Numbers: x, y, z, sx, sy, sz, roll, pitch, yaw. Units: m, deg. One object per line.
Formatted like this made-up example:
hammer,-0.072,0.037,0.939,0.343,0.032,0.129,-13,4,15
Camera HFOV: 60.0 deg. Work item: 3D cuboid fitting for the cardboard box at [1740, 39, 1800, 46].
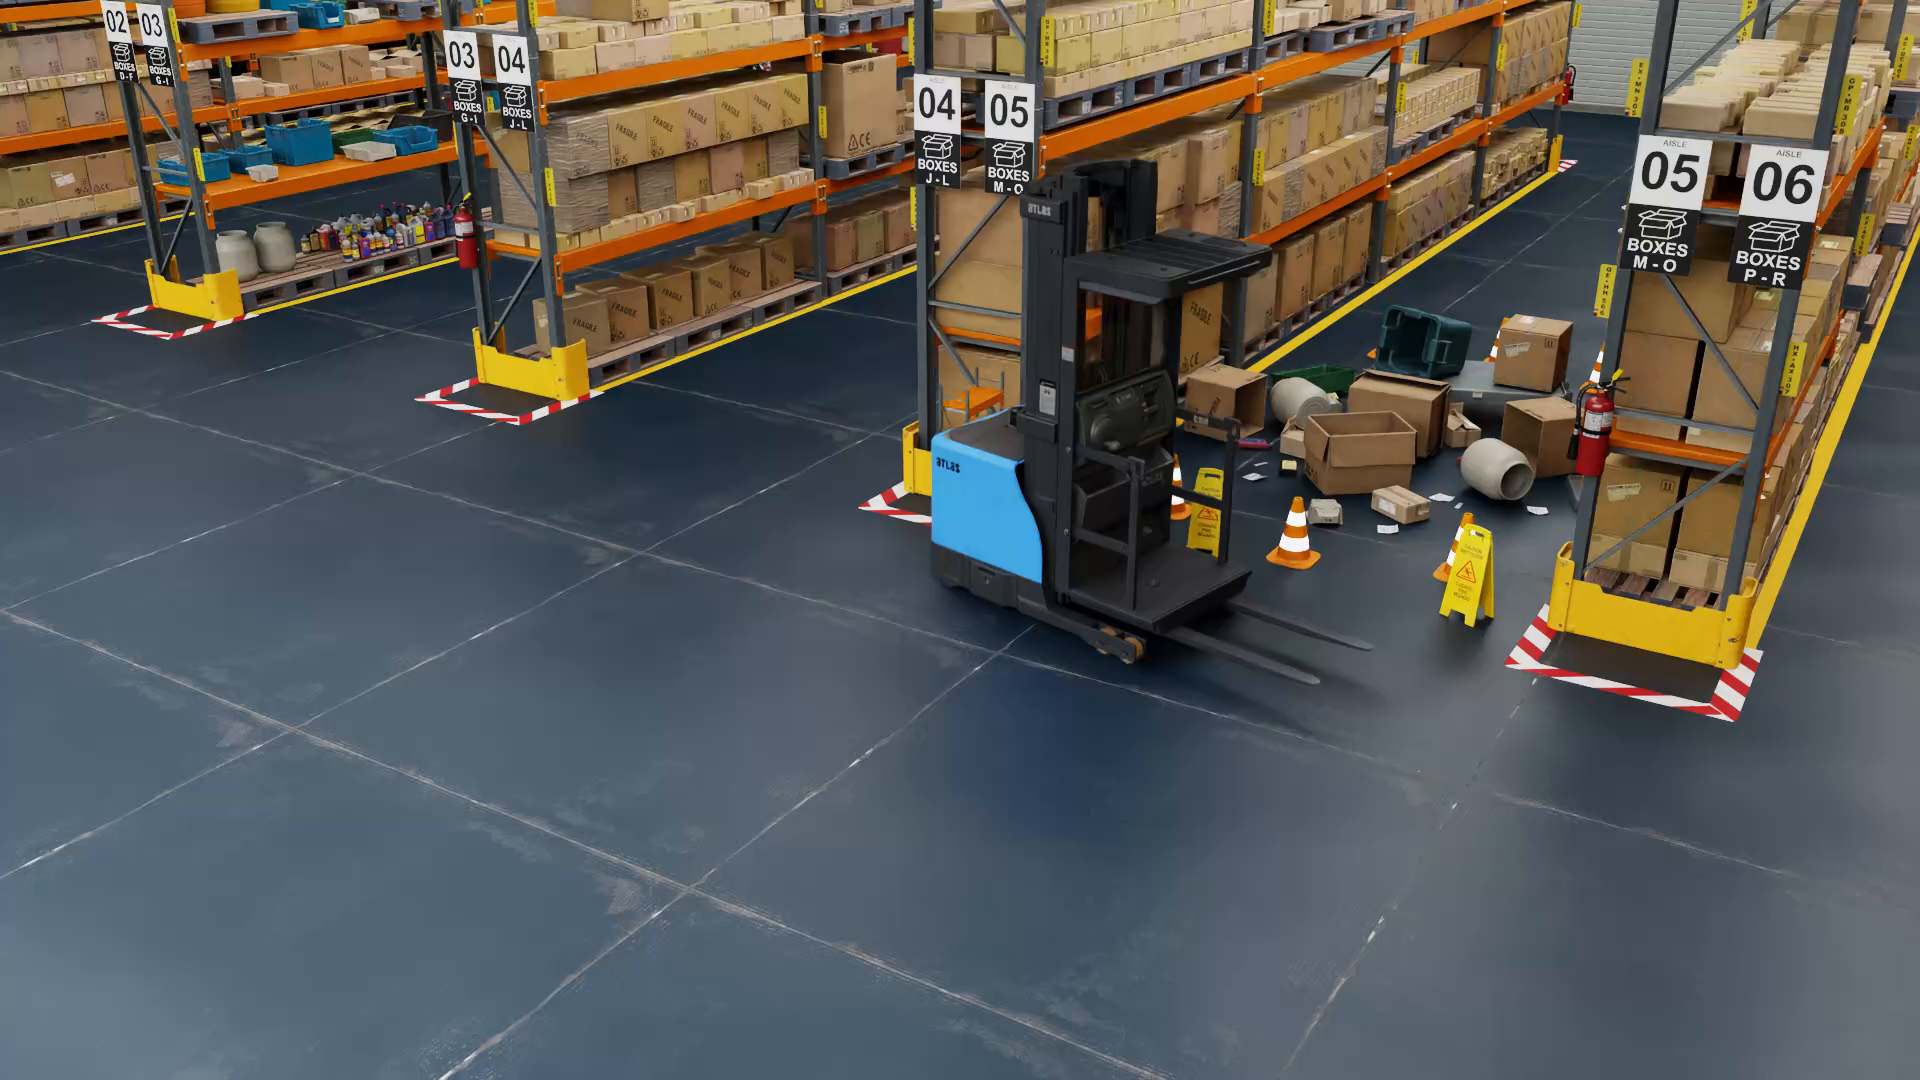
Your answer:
cardboard box,6.054,-3.652,12.447,0.380,0.149,0.250,13,27,28

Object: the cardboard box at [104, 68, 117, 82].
cardboard box,-10.968,-5.995,21.381,0.380,0.149,0.250,15,27,30

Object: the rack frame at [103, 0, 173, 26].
rack frame,-8.240,-6.580,16.124,1.000,3.000,0.127,14,27,29

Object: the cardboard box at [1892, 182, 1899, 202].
cardboard box,9.079,-3.456,16.647,0.500,0.250,0.500,13,27,28

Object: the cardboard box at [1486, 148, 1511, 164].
cardboard box,7.425,-5.334,23.107,0.380,0.149,0.250,15,27,30

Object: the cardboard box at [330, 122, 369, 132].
cardboard box,-9.096,-6.011,24.587,0.500,0.311,0.500,15,27,30

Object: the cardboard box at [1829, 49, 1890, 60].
cardboard box,6.444,-3.433,11.942,0.380,0.149,0.250,13,27,28

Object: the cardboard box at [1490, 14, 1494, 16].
cardboard box,7.027,-6.968,22.811,0.500,0.500,0.500,15,27,30

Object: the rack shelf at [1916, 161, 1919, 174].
rack shelf,11.772,-5.108,21.178,1.077,0.370,4.000,14,27,29

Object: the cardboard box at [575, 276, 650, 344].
cardboard box,-3.402,-2.251,16.292,0.500,0.500,0.500,-20,31,-39

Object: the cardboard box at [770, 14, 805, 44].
cardboard box,-1.941,-5.239,16.988,0.500,0.250,0.500,15,28,31

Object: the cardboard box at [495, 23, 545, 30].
cardboard box,-3.913,-4.502,14.786,0.380,0.149,0.250,13,27,27

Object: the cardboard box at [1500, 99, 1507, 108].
cardboard box,7.203,-5.972,22.586,0.380,0.149,0.250,13,26,27

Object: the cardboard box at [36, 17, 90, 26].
cardboard box,-13.948,-7.853,25.935,0.700,0.500,0.500,17,29,34

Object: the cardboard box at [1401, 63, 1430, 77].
cardboard box,5.860,-6.080,21.557,0.380,0.149,0.250,15,28,32

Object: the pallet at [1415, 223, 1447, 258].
pallet,5.406,-3.810,20.785,1.003,0.211,1.213,14,27,29

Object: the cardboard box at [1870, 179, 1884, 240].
cardboard box,7.252,-2.705,13.694,0.500,0.500,0.500,14,27,29

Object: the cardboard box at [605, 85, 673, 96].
cardboard box,-3.156,-4.173,16.356,0.500,0.500,0.500,14,27,29

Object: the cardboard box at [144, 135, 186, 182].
cardboard box,-10.668,-5.123,22.297,0.500,0.500,0.500,14,27,29

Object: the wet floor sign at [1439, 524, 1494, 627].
wet floor sign,3.378,0.208,10.958,0.232,0.644,0.267,-17,29,-35

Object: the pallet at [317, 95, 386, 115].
pallet,-11.312,-7.984,30.428,1.003,0.211,1.213,14,27,29

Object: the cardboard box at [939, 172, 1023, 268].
cardboard box,0.357,-2.397,12.464,0.875,0.550,0.550,14,27,29

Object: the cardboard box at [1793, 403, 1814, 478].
cardboard box,5.878,-0.737,12.166,0.500,0.500,0.500,15,28,32

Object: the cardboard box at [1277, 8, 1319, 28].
cardboard box,3.199,-4.984,15.874,0.380,0.149,0.250,14,27,29

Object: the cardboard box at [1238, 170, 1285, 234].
cardboard box,2.745,-3.233,15.816,0.500,0.500,0.500,14,27,30

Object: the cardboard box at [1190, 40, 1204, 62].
cardboard box,1.783,-4.033,13.677,0.380,0.149,0.250,14,27,30

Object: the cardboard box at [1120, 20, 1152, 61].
cardboard box,1.134,-3.850,12.752,0.500,0.250,0.500,14,27,29

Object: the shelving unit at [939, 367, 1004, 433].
shelving unit,0.087,-0.606,12.141,0.258,1.200,0.503,14,27,29

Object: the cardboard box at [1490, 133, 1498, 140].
cardboard box,7.658,-5.890,24.392,0.380,0.149,0.250,12,26,26

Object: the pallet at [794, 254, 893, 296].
pallet,-1.512,-3.123,19.198,1.003,0.211,1.213,14,27,29

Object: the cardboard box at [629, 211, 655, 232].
cardboard box,-3.134,-3.054,15.844,0.380,0.149,0.250,14,27,29

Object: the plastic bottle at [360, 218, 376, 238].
plastic bottle,-7.093,-3.714,19.928,0.152,0.276,0.135,14,27,29

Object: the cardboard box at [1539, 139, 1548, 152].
cardboard box,8.533,-5.899,24.786,0.380,0.149,0.250,13,27,28

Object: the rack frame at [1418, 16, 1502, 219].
rack frame,6.459,-5.766,21.794,1.000,3.000,0.127,14,27,29

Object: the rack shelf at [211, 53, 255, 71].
rack shelf,-13.491,-7.598,26.932,1.077,0.370,4.000,14,27,29

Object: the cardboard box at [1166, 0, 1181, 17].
cardboard box,1.516,-4.229,13.125,0.380,0.149,0.250,14,27,30

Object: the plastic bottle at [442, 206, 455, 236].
plastic bottle,-6.225,-3.886,20.231,0.144,0.351,0.185,13,27,28

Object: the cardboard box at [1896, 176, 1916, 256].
cardboard box,10.458,-3.754,19.293,0.875,0.875,0.875,15,27,31

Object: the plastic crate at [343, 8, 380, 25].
plastic crate,-6.633,-5.806,18.443,0.243,0.136,0.396,14,27,29

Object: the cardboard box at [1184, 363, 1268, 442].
cardboard box,2.292,-1.181,14.346,0.500,0.500,0.500,20,30,38

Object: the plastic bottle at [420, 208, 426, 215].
plastic bottle,-6.724,-4.045,20.787,0.097,0.201,0.097,0,23,0

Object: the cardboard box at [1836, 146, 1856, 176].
cardboard box,5.516,-2.455,10.685,0.380,0.149,0.250,14,27,30

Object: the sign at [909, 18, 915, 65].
sign,-0.325,-3.581,11.955,0.100,0.325,0.005,14,27,29

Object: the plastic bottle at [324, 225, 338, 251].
plastic bottle,-7.396,-3.552,19.544,0.061,0.283,0.133,14,27,29

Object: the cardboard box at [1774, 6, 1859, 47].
cardboard box,6.695,-4.015,13.004,0.500,0.250,0.500,15,27,30

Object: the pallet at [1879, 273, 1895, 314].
pallet,9.732,-2.793,18.437,1.003,0.211,1.213,14,27,29

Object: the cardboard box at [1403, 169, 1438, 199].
cardboard box,5.457,-4.323,20.135,0.500,0.250,0.500,14,27,29

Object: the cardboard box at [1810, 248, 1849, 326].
cardboard box,6.208,-1.868,12.289,0.500,0.500,0.500,15,28,31

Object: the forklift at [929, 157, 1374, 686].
forklift,1.207,-0.800,10.410,3.031,2.935,1.130,21,31,39

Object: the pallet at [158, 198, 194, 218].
pallet,-10.791,-4.677,22.789,1.003,0.211,1.213,14,27,29

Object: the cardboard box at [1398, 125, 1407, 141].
cardboard box,4.898,-4.693,19.102,0.380,0.149,0.250,15,28,31

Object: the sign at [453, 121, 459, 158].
sign,-4.493,-3.589,14.909,0.100,0.325,0.005,14,27,29

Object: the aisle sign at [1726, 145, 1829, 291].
aisle sign,4.618,-1.820,9.406,0.394,0.787,0.004,14,27,29

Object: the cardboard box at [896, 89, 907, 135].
cardboard box,-1.086,-4.984,19.329,0.797,0.503,0.637,17,29,34

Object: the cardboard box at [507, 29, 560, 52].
cardboard box,-3.690,-4.325,14.375,0.380,0.149,0.250,14,27,29

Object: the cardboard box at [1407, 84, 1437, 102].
cardboard box,5.449,-5.326,19.815,0.380,0.149,0.250,15,27,31

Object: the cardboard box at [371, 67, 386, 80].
cardboard box,-8.851,-7.009,24.982,0.380,0.149,0.250,16,28,33
